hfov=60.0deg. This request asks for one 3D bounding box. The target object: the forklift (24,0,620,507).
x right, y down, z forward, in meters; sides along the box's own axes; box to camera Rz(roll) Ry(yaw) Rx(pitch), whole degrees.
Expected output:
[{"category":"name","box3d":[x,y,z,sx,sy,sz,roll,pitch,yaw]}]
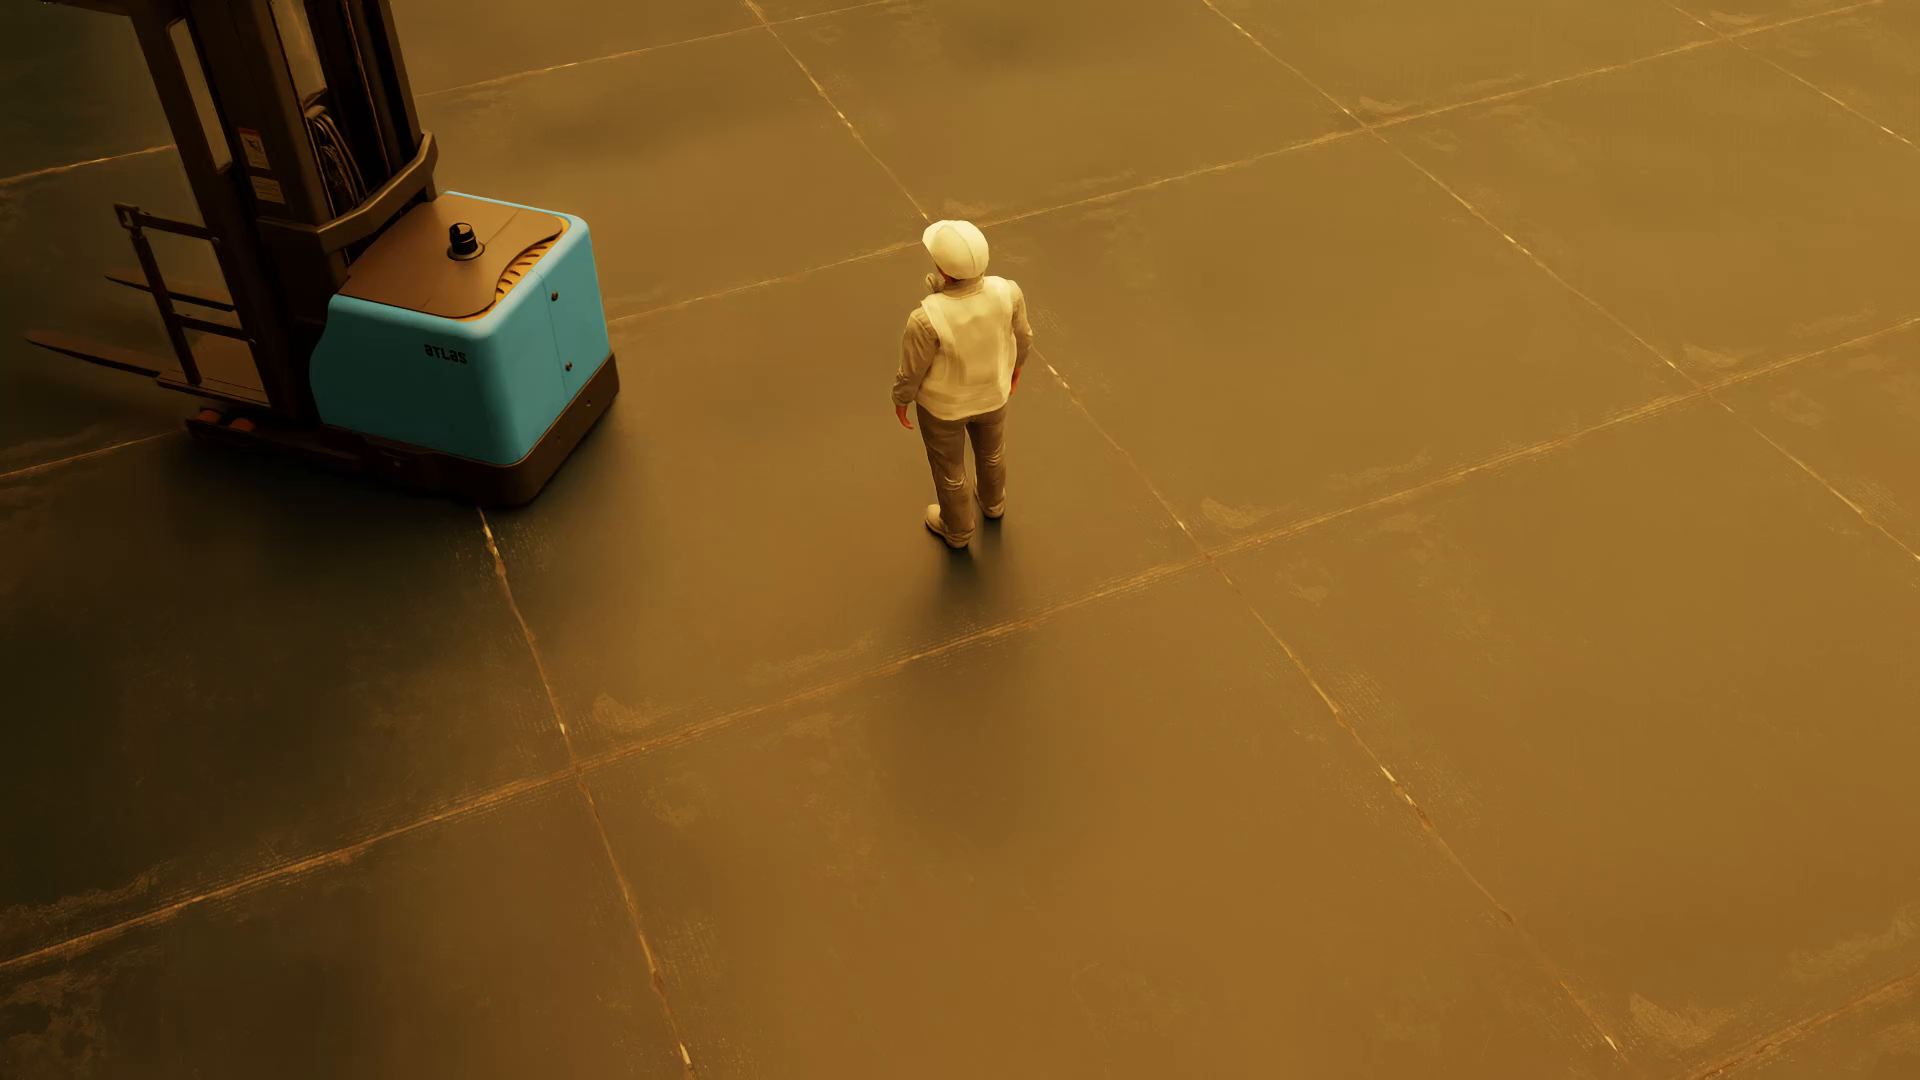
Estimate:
[{"category":"forklift","box3d":[-3.324,-1.838,7.650,3.031,2.935,1.130,13,45,14]}]

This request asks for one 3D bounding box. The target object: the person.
[{"category":"person","box3d":[-0.020,-0.695,7.262,0.633,1.775,0.566,-18,46,-18]}]
